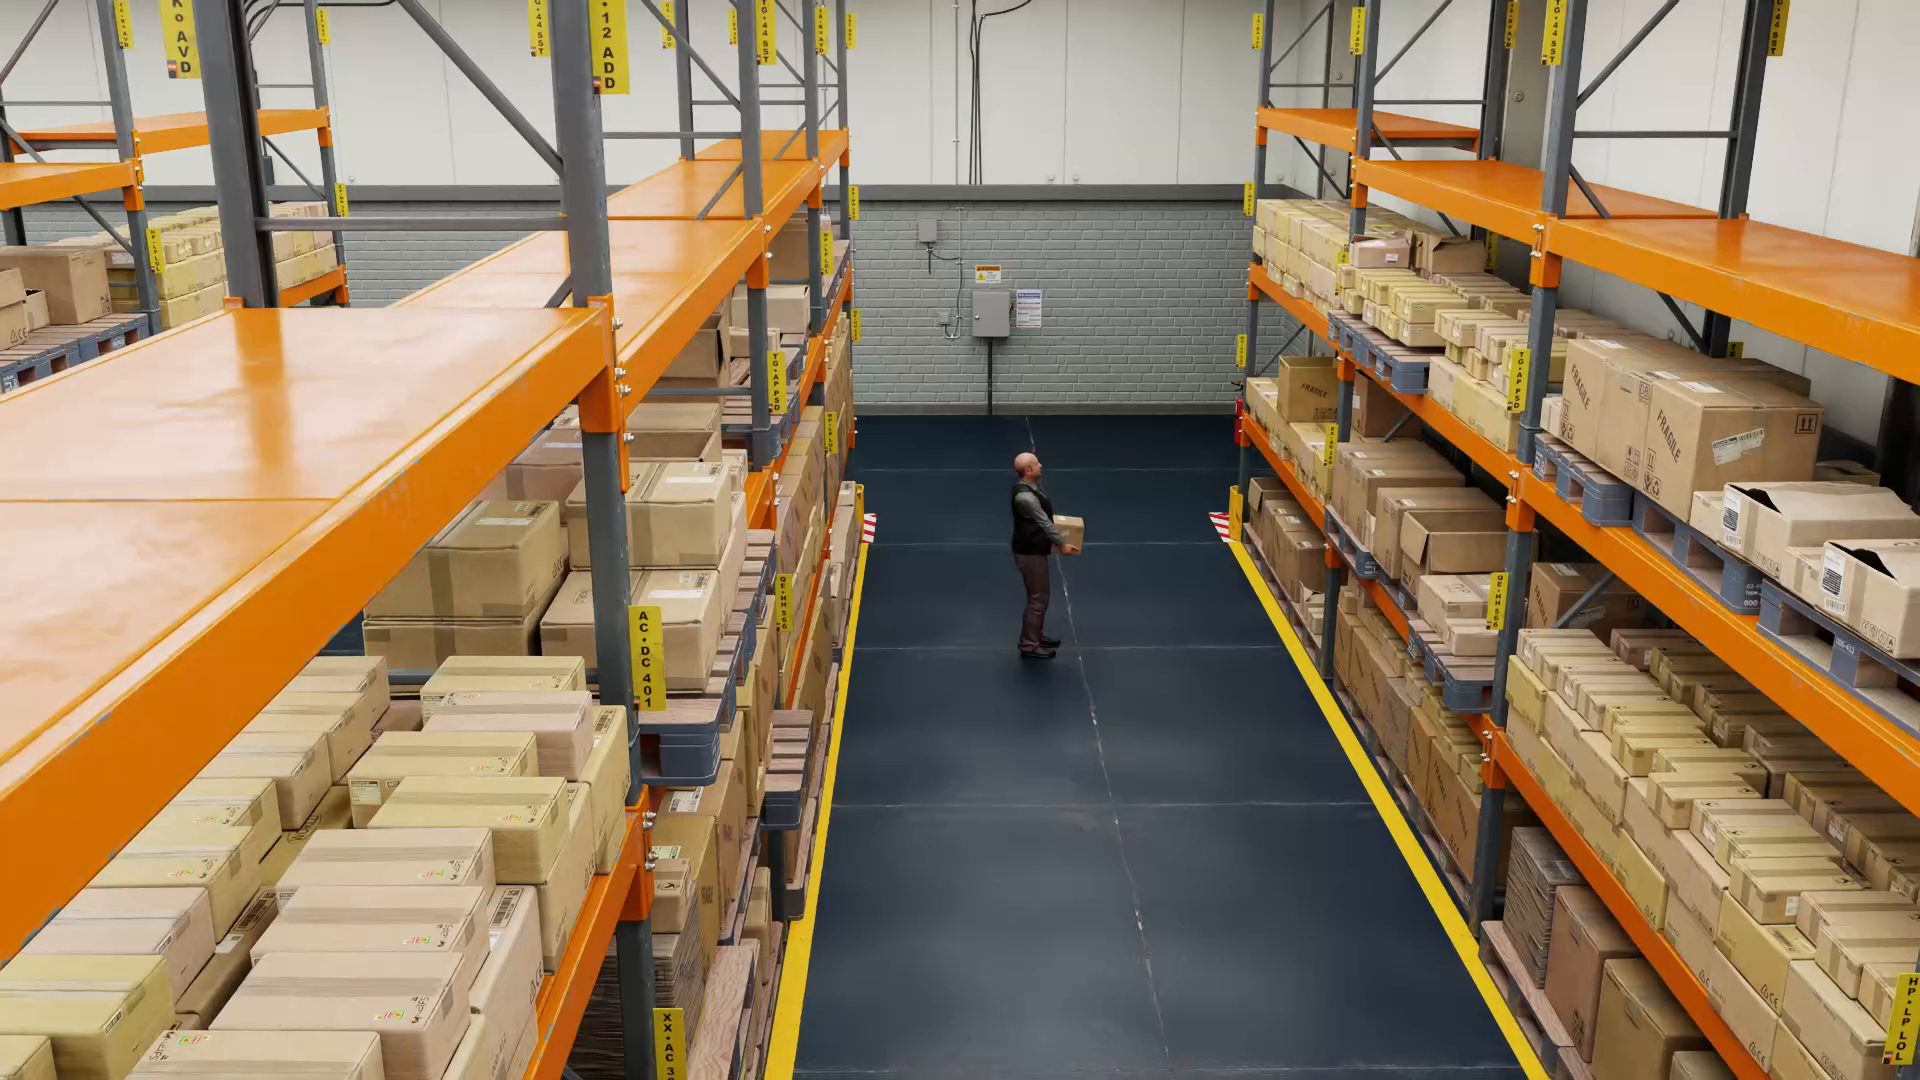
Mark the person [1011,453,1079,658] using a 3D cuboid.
[{"bbox_3d":[0.696,0.112,13.818,0.559,1.711,0.494,0,17,-1],"label":"person"}]
